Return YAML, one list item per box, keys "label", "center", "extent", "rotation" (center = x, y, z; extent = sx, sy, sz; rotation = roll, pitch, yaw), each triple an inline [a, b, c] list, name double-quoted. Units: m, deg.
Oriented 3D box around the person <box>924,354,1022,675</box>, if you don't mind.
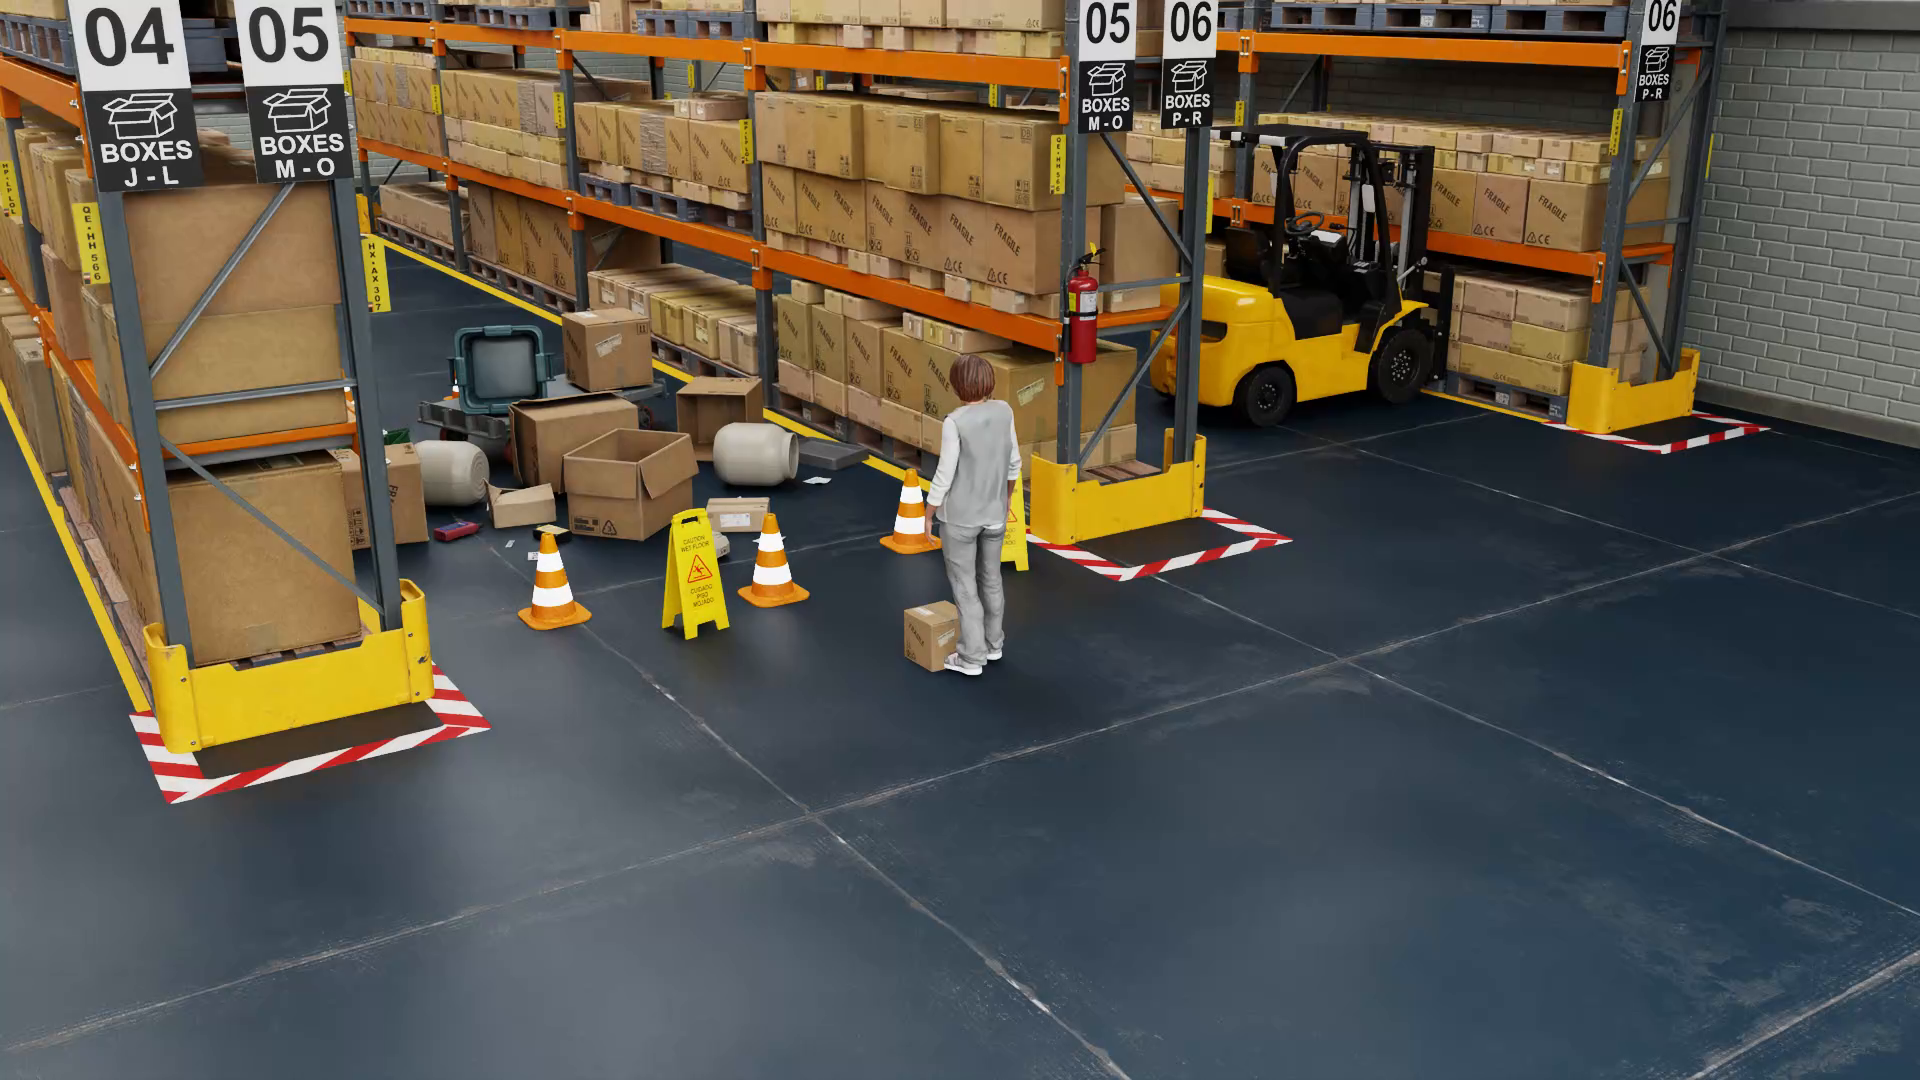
- label: "person"
  center: [0.027, -0.128, 7.927]
  extent: [0.519, 1.598, 0.474]
  rotation: [-12, 22, -31]
